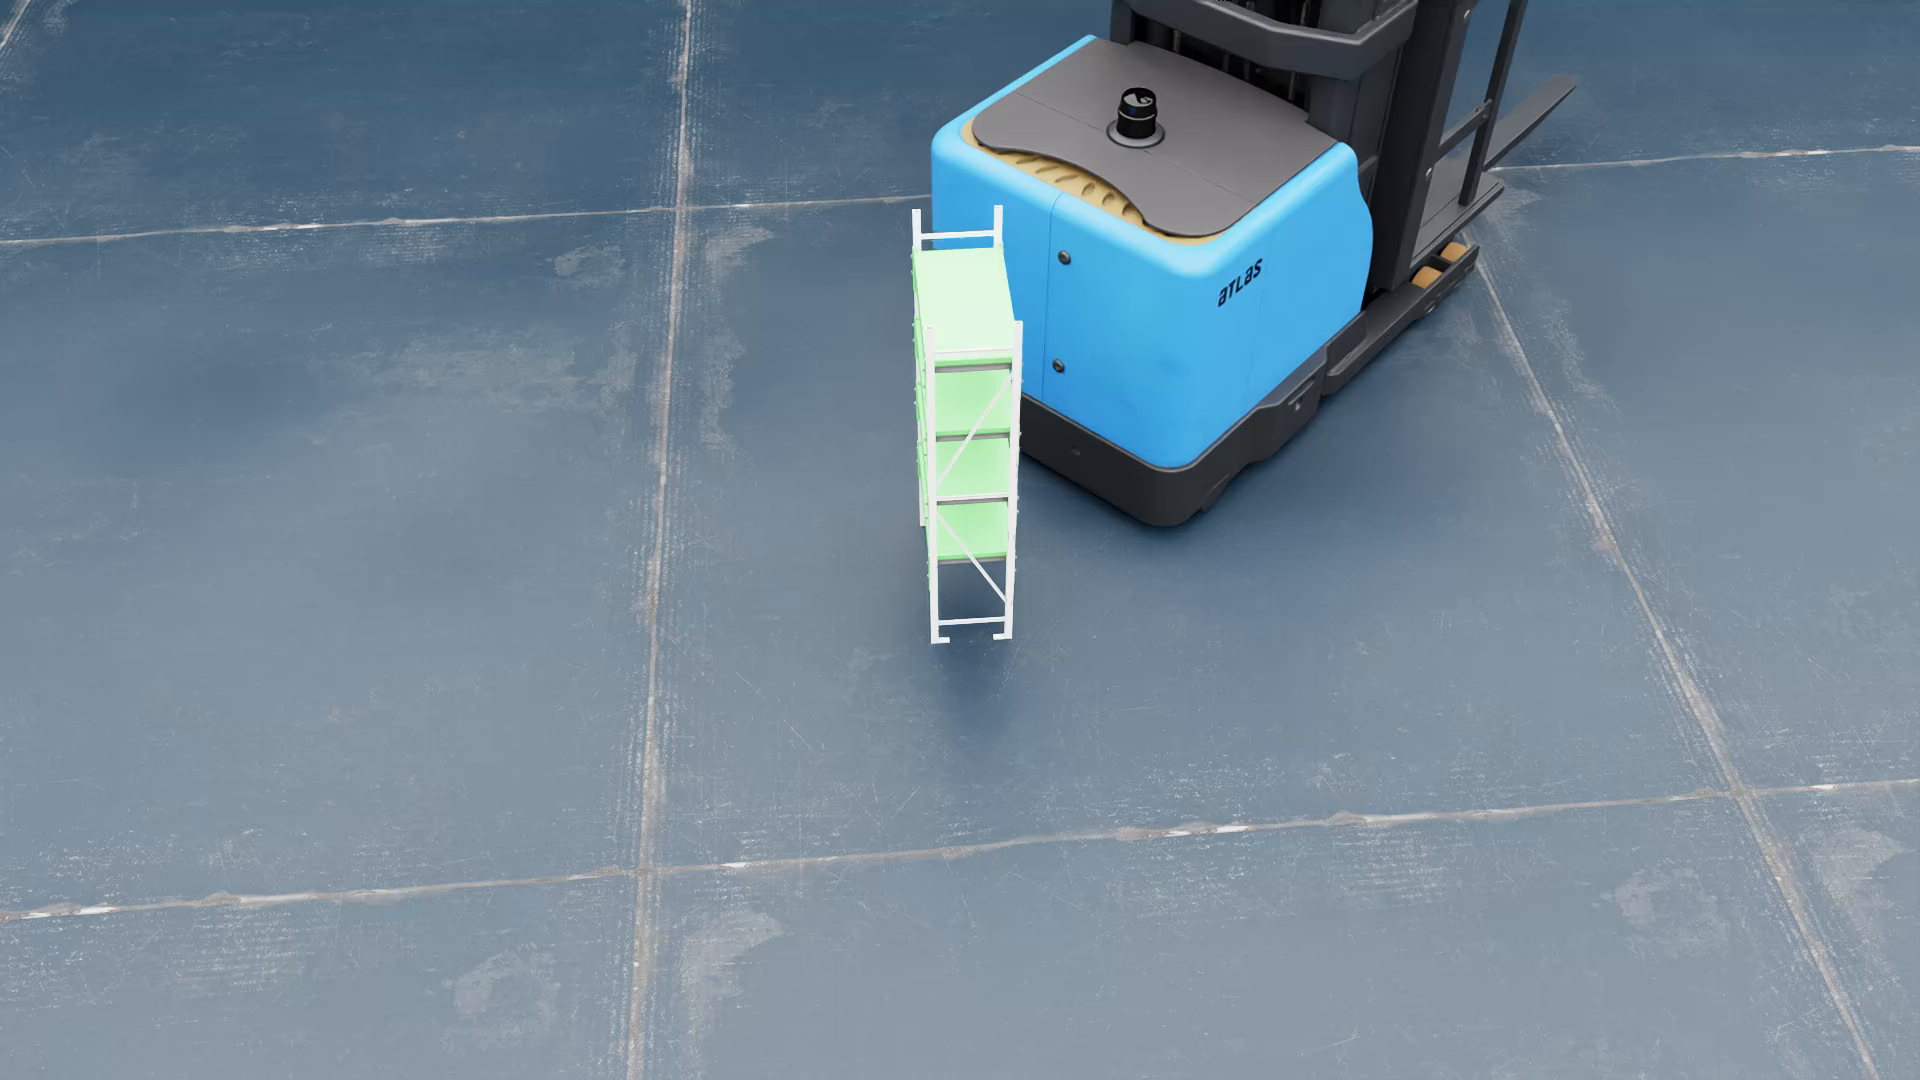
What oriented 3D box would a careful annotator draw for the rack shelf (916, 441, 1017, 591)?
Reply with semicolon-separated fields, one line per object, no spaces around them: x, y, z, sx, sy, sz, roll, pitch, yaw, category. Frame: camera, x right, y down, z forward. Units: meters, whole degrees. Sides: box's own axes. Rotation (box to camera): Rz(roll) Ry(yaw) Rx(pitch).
0.014;-0.084;4.922;0.258;0.148;0.480;-3;47;-3;rack shelf

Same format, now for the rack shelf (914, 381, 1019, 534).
0.014;-0.249;4.747;0.258;0.148;0.480;-3;47;-3;rack shelf

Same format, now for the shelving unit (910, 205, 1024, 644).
0.014;-0.293;4.701;0.258;1.200;0.503;-3;47;-3;shelving unit

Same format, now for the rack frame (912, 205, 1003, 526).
-0.007;-0.469;4.868;0.240;1.200;0.015;-3;47;-3;rack frame

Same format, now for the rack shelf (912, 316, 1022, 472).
0.014;-0.414;4.573;0.258;0.148;0.480;-3;47;-3;rack shelf

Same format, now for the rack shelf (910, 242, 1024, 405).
0.014;-0.579;4.399;0.258;0.148;0.480;-3;47;-3;rack shelf

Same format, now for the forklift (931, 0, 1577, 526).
1.246;-2.047;5.170;1.130;2.935;3.031;32;54;27;forklift

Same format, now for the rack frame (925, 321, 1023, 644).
0.034;-0.116;4.534;0.240;1.200;0.015;-3;47;-3;rack frame
